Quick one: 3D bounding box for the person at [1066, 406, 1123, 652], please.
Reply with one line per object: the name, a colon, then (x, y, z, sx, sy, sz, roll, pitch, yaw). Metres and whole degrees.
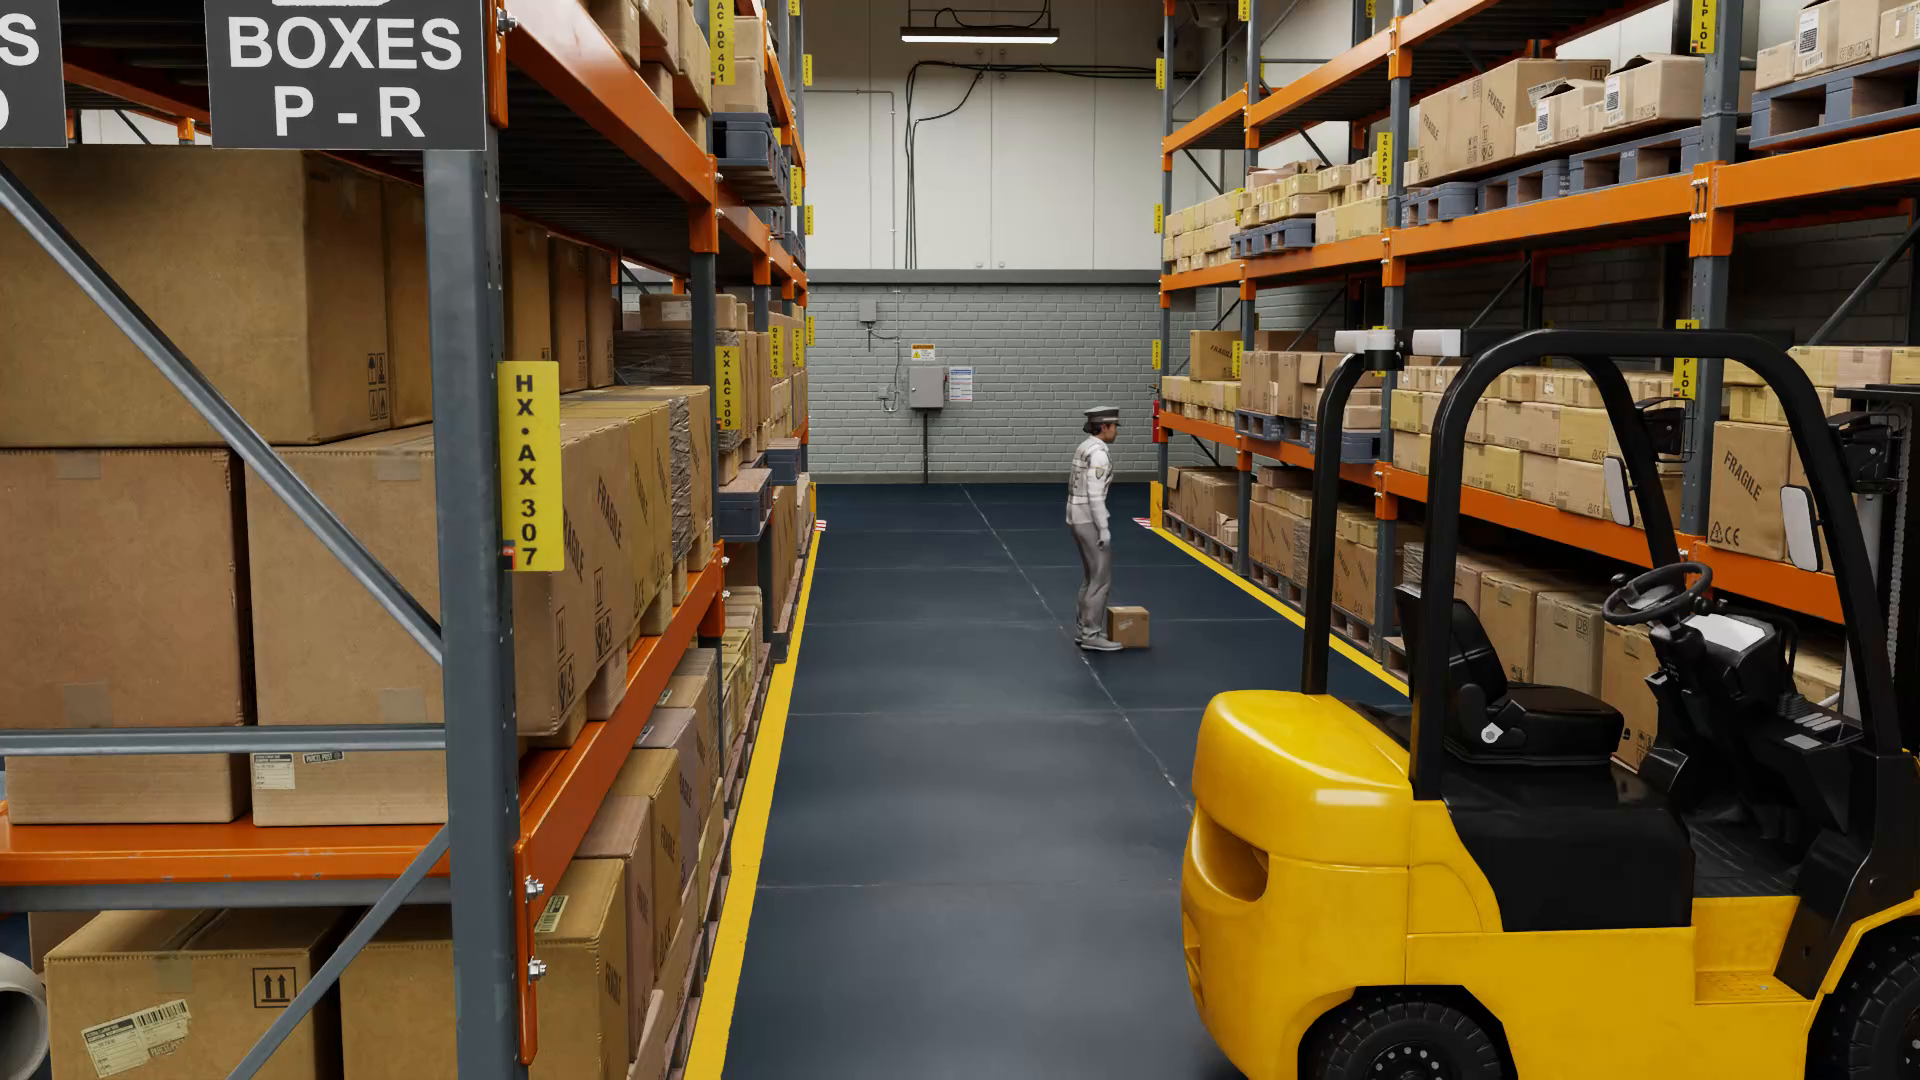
person: (0.926, -0.088, 11.476, 0.375, 1.659, 0.527, -1, 7, -6)
